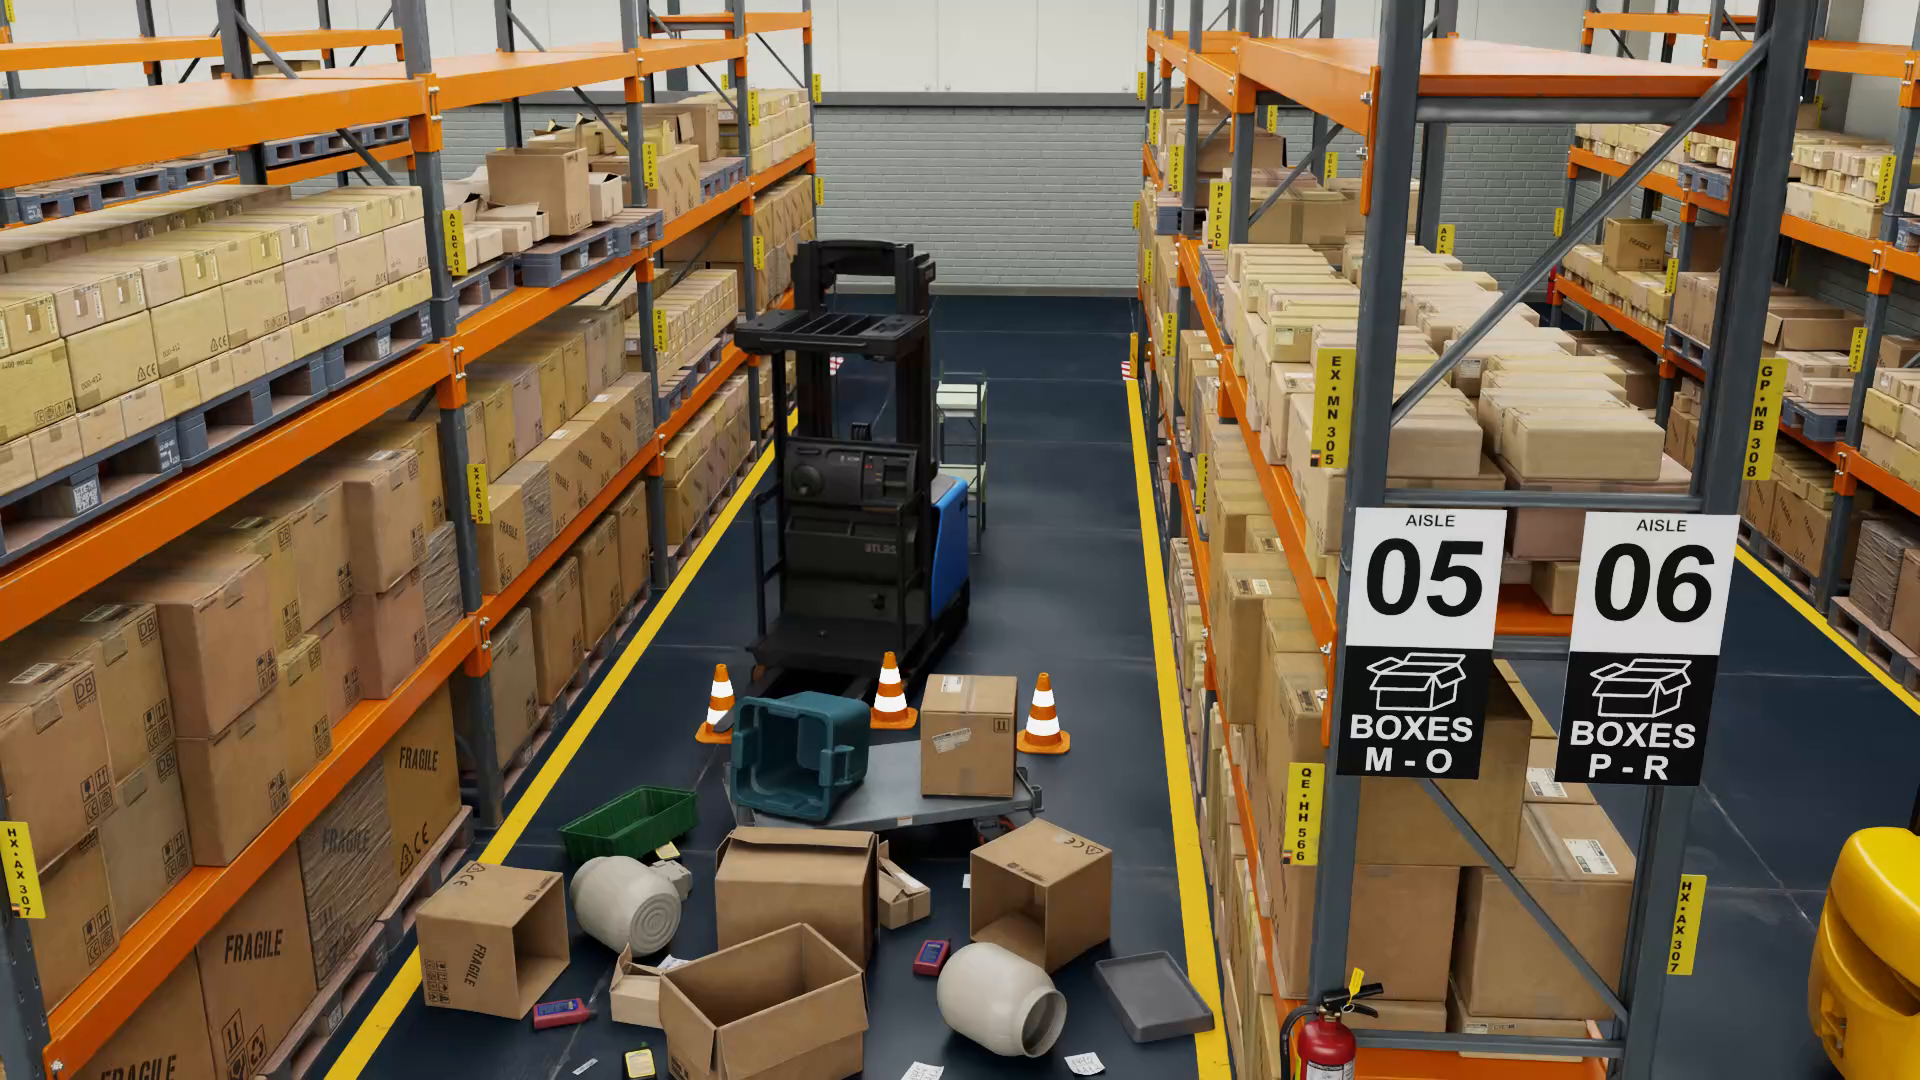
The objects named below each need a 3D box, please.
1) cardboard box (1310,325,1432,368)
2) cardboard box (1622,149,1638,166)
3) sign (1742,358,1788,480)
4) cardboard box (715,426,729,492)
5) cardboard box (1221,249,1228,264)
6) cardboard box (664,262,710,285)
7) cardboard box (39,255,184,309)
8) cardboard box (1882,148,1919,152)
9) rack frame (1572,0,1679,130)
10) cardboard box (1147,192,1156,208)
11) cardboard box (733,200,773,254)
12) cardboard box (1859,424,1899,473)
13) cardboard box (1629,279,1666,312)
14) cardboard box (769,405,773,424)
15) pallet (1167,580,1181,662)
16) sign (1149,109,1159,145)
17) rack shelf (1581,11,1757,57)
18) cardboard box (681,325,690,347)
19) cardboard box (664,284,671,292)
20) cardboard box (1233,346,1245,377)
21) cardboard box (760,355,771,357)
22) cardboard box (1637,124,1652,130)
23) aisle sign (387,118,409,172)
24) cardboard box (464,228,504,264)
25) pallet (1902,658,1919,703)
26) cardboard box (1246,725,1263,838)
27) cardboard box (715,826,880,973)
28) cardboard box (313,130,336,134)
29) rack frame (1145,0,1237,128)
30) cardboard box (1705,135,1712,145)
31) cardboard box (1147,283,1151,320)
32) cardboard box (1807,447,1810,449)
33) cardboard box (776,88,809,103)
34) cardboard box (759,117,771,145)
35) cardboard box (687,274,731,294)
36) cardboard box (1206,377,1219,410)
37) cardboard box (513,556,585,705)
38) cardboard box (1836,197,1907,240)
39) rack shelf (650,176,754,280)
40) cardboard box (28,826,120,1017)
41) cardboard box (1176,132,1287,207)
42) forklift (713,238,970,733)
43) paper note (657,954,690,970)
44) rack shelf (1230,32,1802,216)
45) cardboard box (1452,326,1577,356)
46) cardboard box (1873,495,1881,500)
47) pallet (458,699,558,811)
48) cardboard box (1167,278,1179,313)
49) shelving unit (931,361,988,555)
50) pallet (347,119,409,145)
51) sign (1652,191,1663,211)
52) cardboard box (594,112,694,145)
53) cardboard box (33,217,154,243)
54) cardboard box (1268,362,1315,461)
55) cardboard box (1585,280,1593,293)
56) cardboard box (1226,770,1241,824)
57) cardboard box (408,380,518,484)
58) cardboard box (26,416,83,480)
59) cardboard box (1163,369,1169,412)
[{"bbox_3d":[1.472,-0.676,5.973,0.380,0.149,0.250,1,18,2],"label":"cardboard box"},{"bbox_3d":[7.170,-4.006,17.419,0.380,0.149,0.250,2,18,5],"label":"cardboard box"},{"bbox_3d":[2.088,-0.315,4.345,0.100,0.325,0.005,1,18,4],"label":"sign"},{"bbox_3d":[-2.418,-0.750,15.233,0.500,0.500,0.500,1,18,3],"label":"cardboard box"},{"bbox_3d":[1.809,-1.782,9.793,0.500,0.250,0.500,2,18,5],"label":"cardboard box"},{"bbox_3d":[-2.785,-2.637,17.016,0.500,0.500,0.500,1,18,4],"label":"cardboard box"},{"bbox_3d":[-2.983,-0.909,5.852,0.380,0.149,0.250,1,18,3],"label":"cardboard box"},{"bbox_3d":[7.437,-2.971,12.978,0.380,0.149,0.250,1,18,4],"label":"cardboard box"},{"bbox_3d":[7.645,-6.196,18.882,1.000,3.000,0.127,1,18,4],"label":"rack frame"},{"bbox_3d":[2.239,-3.701,18.093,0.380,0.149,0.250,1,18,3],"label":"cardboard box"},{"bbox_3d":[-2.241,-3.252,17.286,0.500,0.500,0.500,1,18,2],"label":"cardboard box"},{"bbox_3d":[6.795,-0.657,11.852,0.500,0.250,0.500,1,18,4],"label":"cardboard box"},{"bbox_3d":[7.172,-2.493,16.977,0.500,0.250,0.500,1,18,4],"label":"cardboard box"},{"bbox_3d":[-2.172,-1.325,17.554,0.380,0.149,0.250,2,18,6],"label":"cardboard box"},{"bbox_3d":[2.062,0.597,12.261,1.003,0.211,1.213,1,18,4],"label":"pallet"},{"bbox_3d":[1.853,-3.933,15.835,0.100,0.325,0.005,1,18,4],"label":"sign"},{"bbox_3d":[7.501,-5.232,17.098,1.077,0.370,4.000,1,18,4],"label":"rack shelf"},{"bbox_3d":[-2.520,-1.740,14.167,0.380,0.149,0.250,1,18,4],"label":"cardboard box"},{"bbox_3d":[-3.025,-2.401,16.186,0.380,0.149,0.250,2,18,5],"label":"cardboard box"},{"bbox_3d":[1.489,-0.863,7.825,0.380,0.149,0.250,1,18,4],"label":"cardboard box"},{"bbox_3d":[-2.169,-2.007,18.678,0.380,0.149,0.250,1,18,4],"label":"cardboard box"},{"bbox_3d":[7.226,-4.313,16.913,0.500,0.250,0.500,2,18,5],"label":"cardboard box"},{"bbox_3d":[-6.887,-4.927,20.468,0.394,0.787,0.004,1,18,4],"label":"aisle sign"},{"bbox_3d":[-2.790,-1.677,9.475,0.250,0.149,0.380,1,18,4],"label":"cardboard box"},{"bbox_3d":[6.883,1.097,10.736,1.003,0.211,1.213,1,18,4],"label":"pallet"},{"bbox_3d":[1.390,0.840,6.405,0.500,0.500,0.500,1,18,4],"label":"cardboard box"},{"bbox_3d":[-0.794,1.743,8.077,0.797,0.637,0.503,1,18,4],"label":"cardboard box"},{"bbox_3d":[-7.260,-4.725,18.212,0.700,0.500,0.500,2,18,6],"label":"cardboard box"},{"bbox_3d":[2.693,-6.306,19.216,1.000,3.000,0.127,1,18,4],"label":"rack frame"},{"bbox_3d":[6.951,-3.630,14.958,0.380,0.149,0.250,2,18,5],"label":"cardboard box"},{"bbox_3d":[2.216,-2.570,17.289,0.500,0.500,0.500,1,18,3],"label":"cardboard box"},{"bbox_3d":[7.459,-0.739,14.158,0.380,0.149,0.250,1,18,4],"label":"cardboard box"},{"bbox_3d":[-1.982,-5.206,19.473,0.380,0.149,0.250,1,18,3],"label":"cardboard box"},{"bbox_3d":[-2.224,-4.183,16.991,0.500,0.250,0.500,1,18,4],"label":"cardboard box"},{"bbox_3d":[-2.390,-2.442,15.833,0.380,0.149,0.250,1,18,2],"label":"cardboard box"},{"bbox_3d":[1.674,-0.873,9.917,0.380,0.149,0.250,1,18,2],"label":"cardboard box"},{"bbox_3d":[-3.084,0.568,10.811,1.050,0.750,0.750,1,18,4],"label":"cardboard box"},{"bbox_3d":[6.866,-2.380,12.292,0.500,0.250,0.500,1,18,2],"label":"cardboard box"},{"bbox_3d":[-2.681,-2.754,14.350,1.077,0.370,4.000,1,18,4],"label":"rack shelf"},{"bbox_3d":[-3.417,1.247,5.558,0.875,0.550,0.550,1,18,4],"label":"cardboard box"},{"bbox_3d":[1.996,-2.765,12.387,0.797,0.503,0.637,0,18,1],"label":"cardboard box"},{"bbox_3d":[-0.797,-0.442,11.064,1.130,2.935,3.031,5,19,14],"label":"forklift"},{"bbox_3d":[-1.384,2.070,8.069,0.172,0.023,0.155,8,20,23],"label":"paper note"},{"bbox_3d":[1.690,-1.614,6.059,1.077,0.370,4.000,1,18,4],"label":"rack shelf"},{"bbox_3d":[1.972,-0.666,5.945,0.380,0.149,0.250,2,18,5],"label":"cardboard box"},{"bbox_3d":[7.436,-0.149,13.401,0.500,0.500,0.500,1,18,4],"label":"cardboard box"},{"bbox_3d":[-3.131,1.276,10.188,1.003,0.211,1.213,1,18,4],"label":"pallet"},{"bbox_3d":[1.925,-1.819,13.391,0.500,0.500,0.500,2,18,5],"label":"cardboard box"},{"bbox_3d":[0.000,-0.711,14.183,0.431,1.500,0.755,1,18,4],"label":"shelving unit"},{"bbox_3d":[-7.234,-4.829,19.668,1.003,0.211,1.213,1,18,4],"label":"pallet"},{"bbox_3d":[8.197,-4.027,19.529,0.100,0.325,0.005,1,18,4],"label":"sign"},{"bbox_3d":[-2.780,-3.489,14.597,0.797,0.503,0.637,1,18,3],"label":"cardboard box"},{"bbox_3d":[-3.566,-1.239,6.856,0.380,0.149,0.250,1,18,4],"label":"cardboard box"},{"bbox_3d":[1.384,-0.464,5.967,0.500,0.250,0.500,2,18,5],"label":"cardboard box"},{"bbox_3d":[7.312,-2.891,18.831,0.380,0.149,0.250,2,18,6],"label":"cardboard box"},{"bbox_3d":[1.401,1.172,7.523,0.380,0.149,0.250,2,18,7],"label":"cardboard box"},{"bbox_3d":[-3.047,-0.644,9.805,0.700,0.500,0.500,1,18,3],"label":"cardboard box"},{"bbox_3d":[-3.036,-0.297,5.262,0.380,0.149,0.250,1,18,4],"label":"cardboard box"},{"bbox_3d":[1.918,-1.221,13.573,0.500,0.250,0.500,2,18,5],"label":"cardboard box"}]
